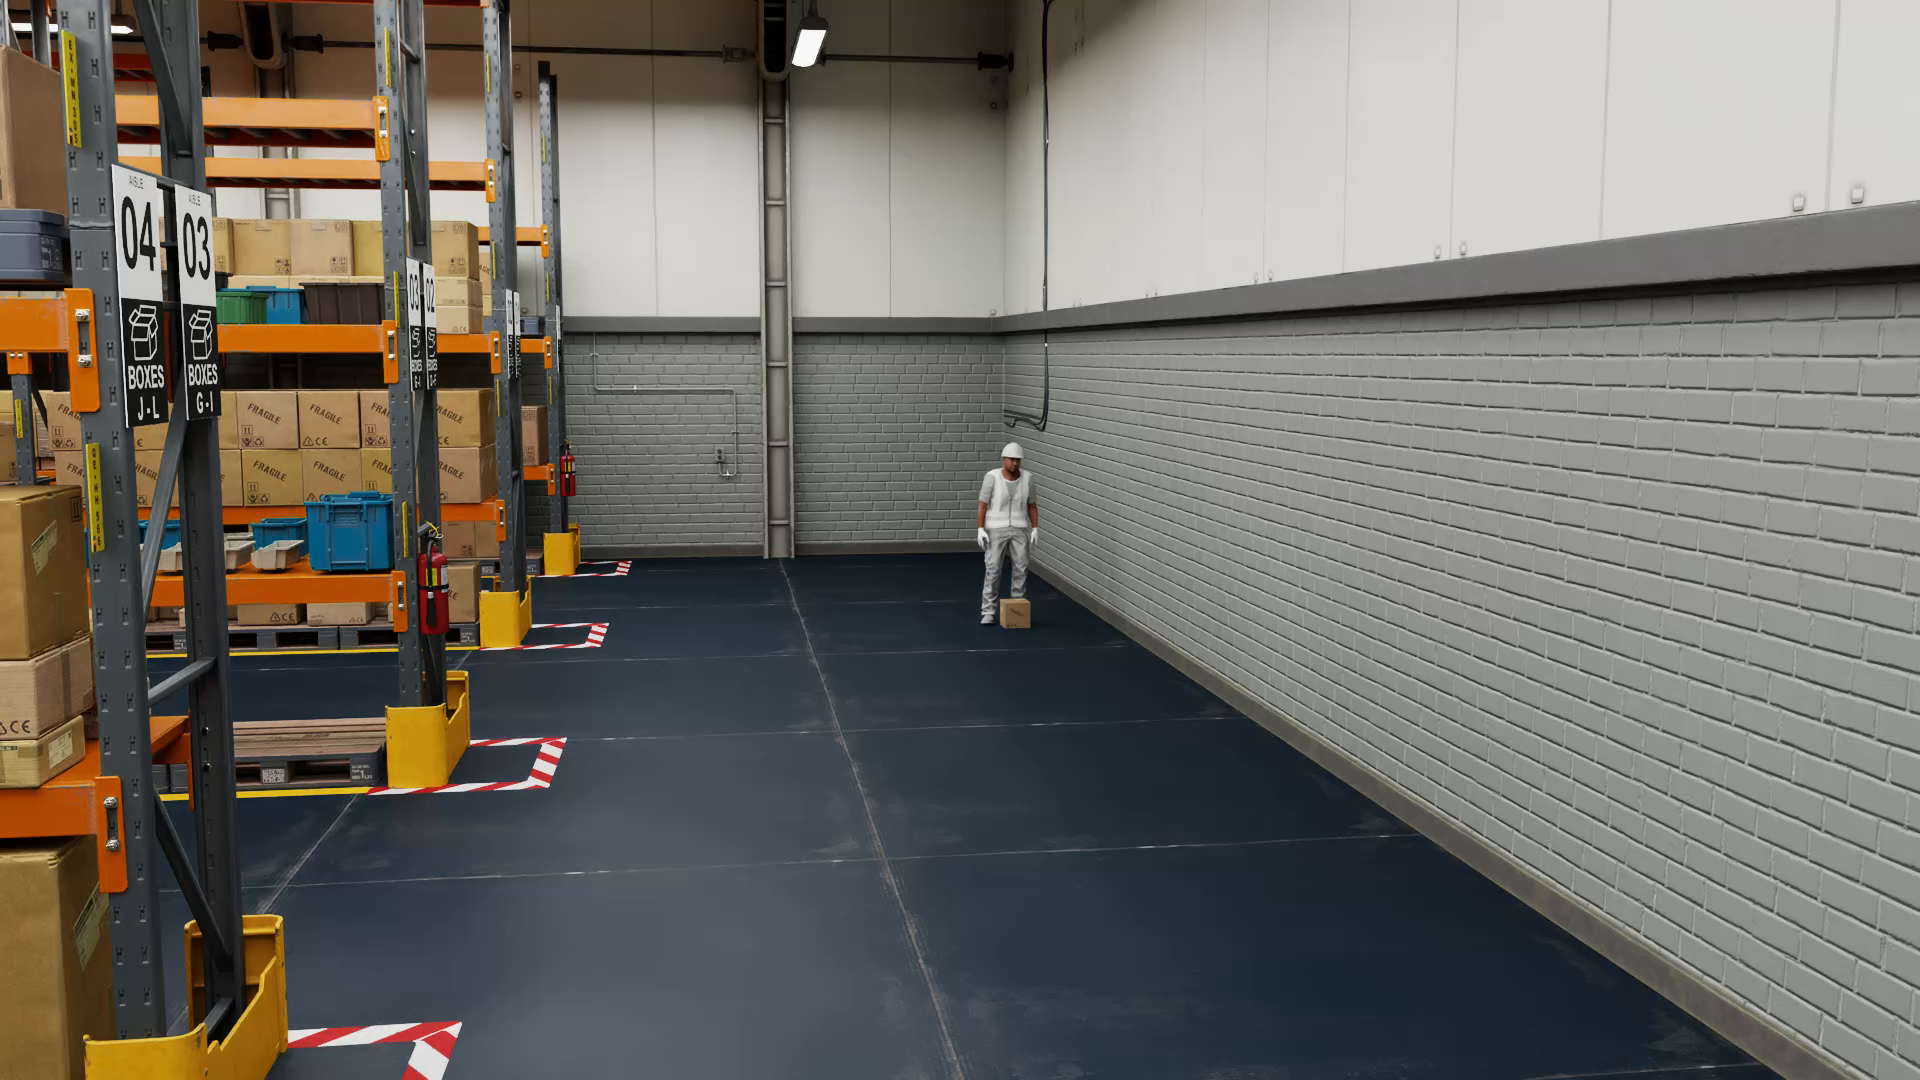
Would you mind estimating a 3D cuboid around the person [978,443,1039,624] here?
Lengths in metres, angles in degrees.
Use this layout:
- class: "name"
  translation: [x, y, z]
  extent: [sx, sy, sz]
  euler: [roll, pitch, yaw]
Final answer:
- class: "person"
  translation: [0.472, -0.067, 16.269]
  extent: [0.619, 1.772, 0.450]
  euler: [-1, 7, -12]
